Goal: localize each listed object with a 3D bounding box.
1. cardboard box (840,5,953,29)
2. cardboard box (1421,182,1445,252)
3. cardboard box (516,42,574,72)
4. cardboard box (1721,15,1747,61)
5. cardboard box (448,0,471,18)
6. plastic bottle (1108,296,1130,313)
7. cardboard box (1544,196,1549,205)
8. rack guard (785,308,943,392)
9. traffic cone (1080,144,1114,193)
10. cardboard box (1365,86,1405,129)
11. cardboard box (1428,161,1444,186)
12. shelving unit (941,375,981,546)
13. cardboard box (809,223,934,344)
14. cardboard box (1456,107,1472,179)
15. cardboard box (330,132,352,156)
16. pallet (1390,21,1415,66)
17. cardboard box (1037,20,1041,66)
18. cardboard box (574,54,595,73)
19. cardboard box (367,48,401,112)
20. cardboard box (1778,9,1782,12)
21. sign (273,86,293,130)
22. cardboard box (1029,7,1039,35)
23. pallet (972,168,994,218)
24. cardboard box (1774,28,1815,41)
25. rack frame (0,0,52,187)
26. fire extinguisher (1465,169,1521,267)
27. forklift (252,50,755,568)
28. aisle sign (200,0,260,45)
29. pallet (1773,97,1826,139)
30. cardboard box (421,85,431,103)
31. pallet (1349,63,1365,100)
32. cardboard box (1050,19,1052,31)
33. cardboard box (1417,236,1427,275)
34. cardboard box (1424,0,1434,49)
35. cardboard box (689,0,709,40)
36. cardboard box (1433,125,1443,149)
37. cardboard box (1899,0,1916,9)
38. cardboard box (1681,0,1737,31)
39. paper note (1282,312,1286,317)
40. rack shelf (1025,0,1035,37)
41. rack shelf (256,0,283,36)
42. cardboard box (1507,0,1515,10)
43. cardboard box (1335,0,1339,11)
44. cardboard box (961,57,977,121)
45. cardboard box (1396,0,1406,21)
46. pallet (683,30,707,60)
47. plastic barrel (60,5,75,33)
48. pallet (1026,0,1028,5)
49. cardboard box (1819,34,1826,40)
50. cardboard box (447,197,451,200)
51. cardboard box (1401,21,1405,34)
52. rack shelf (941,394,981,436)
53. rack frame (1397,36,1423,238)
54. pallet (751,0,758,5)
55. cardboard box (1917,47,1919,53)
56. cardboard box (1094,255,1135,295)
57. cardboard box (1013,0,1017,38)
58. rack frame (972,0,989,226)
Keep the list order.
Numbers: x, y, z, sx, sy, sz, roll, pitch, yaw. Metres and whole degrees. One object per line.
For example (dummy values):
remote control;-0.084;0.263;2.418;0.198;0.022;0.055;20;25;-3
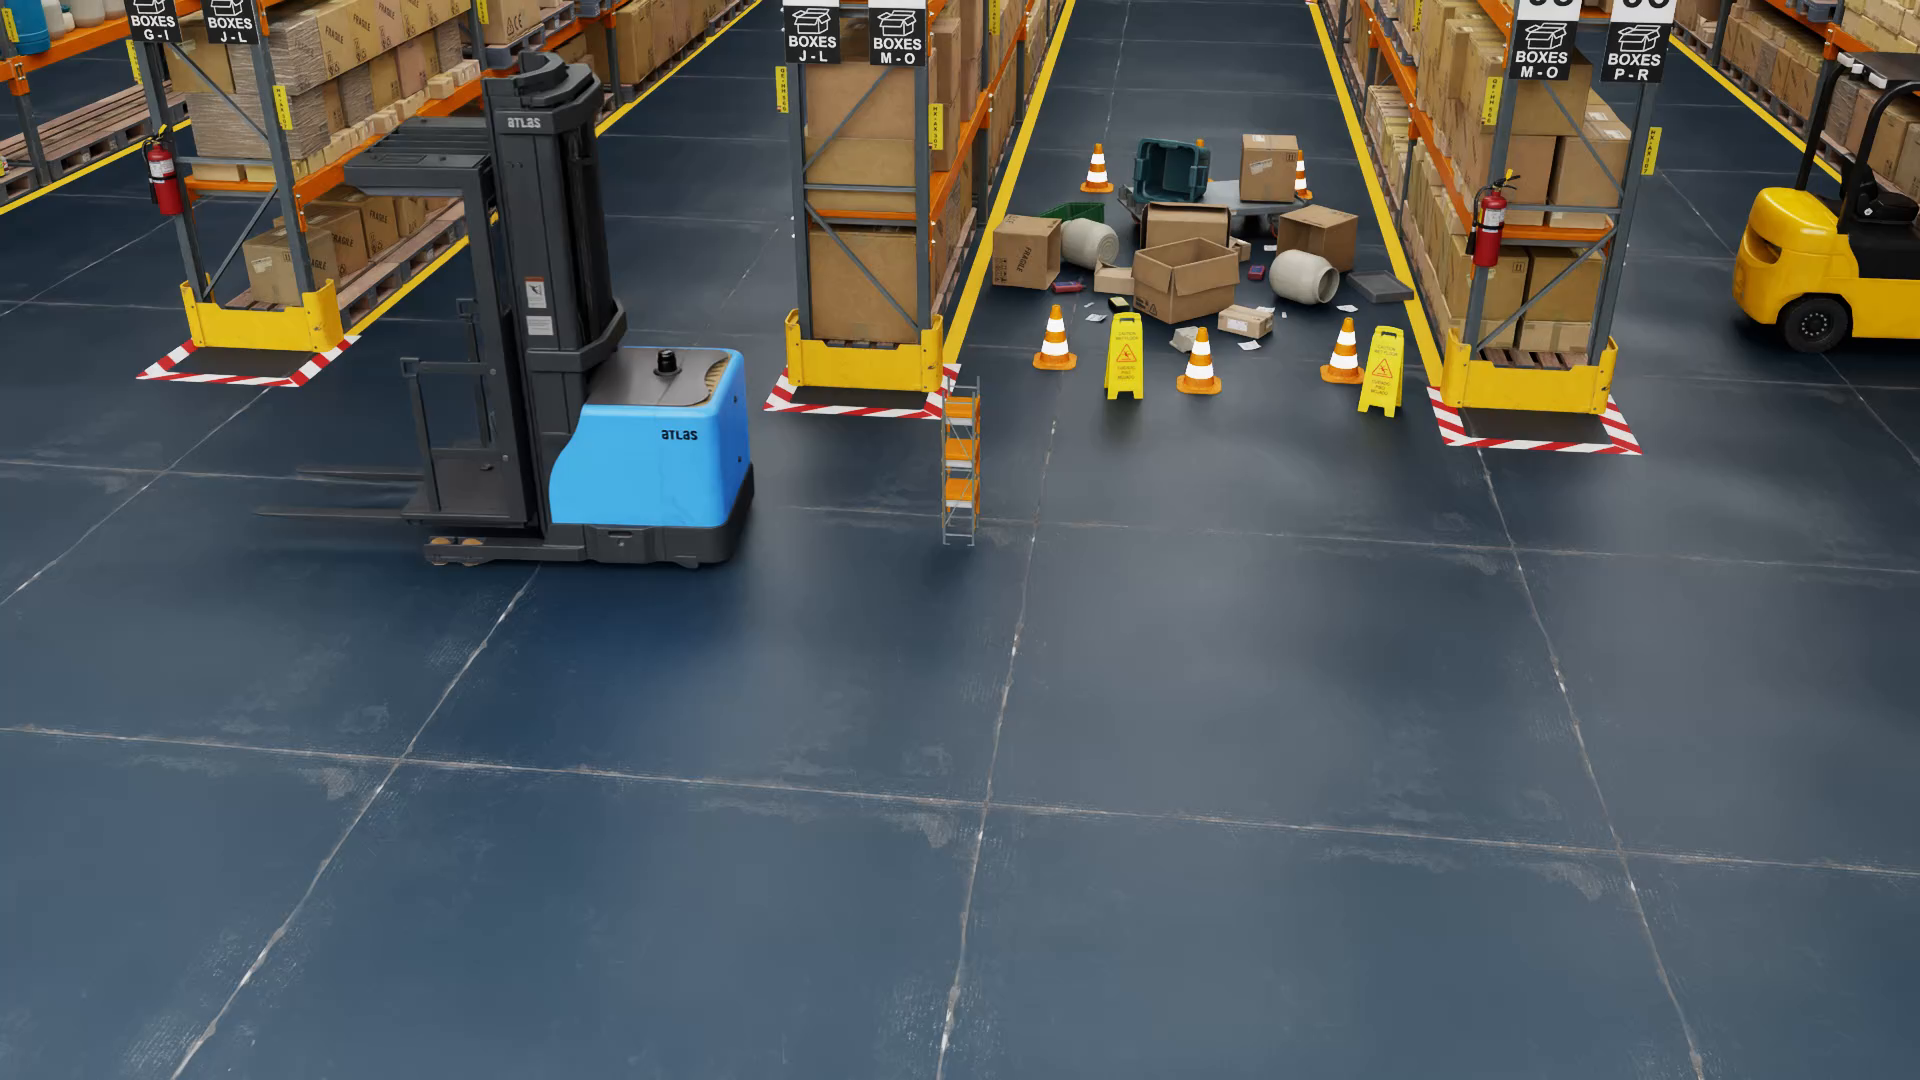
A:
cardboard box;-0.524;-4.055;13.609;0.875;0.550;0.500;3;28;6
cardboard box;4.233;-2.753;14.155;0.500;0.500;0.500;5;29;9
cardboard box;-4.760;-5.522;19.009;0.500;0.250;0.500;7;29;12
cardboard box;10.317;-6.556;21.741;0.500;0.500;0.500;5;29;8
cardboard box;-4.925;-5.170;15.503;0.500;0.500;0.500;3;28;6
plastic bottle;1.349;-2.026;14.237;0.133;0.061;0.283;-6;29;-11
cardboard box;4.466;-2.481;12.249;0.380;0.149;0.250;4;29;7
rack guard;-0.726;-1.452;12.711;1.175;0.500;0.348;3;28;6
traffic cone;1.430;-3.874;17.244;0.336;0.463;0.334;3;28;6
cardboard box;5.103;-4.852;18.714;0.950;0.372;0.625;1;28;3
cardboard box;4.186;-3.111;14.135;0.380;0.149;0.250;5;29;9
shelving unit;0.007;-0.487;10.340;0.215;1.050;0.252;3;28;6
cardboard box;-0.705;-2.137;13.143;0.875;0.875;0.875;4;29;6
cardboard box;4.061;-3.006;12.540;0.500;0.500;0.500;3;29;6
cardboard box;-5.256;-3.262;13.699;0.380;0.149;0.250;3;28;6
pallet;4.980;-5.071;16.994;1.003;0.211;1.213;3;28;6
cardboard box;0.776;-6.451;21.547;0.500;0.500;0.500;3;28;5
cardboard box;-4.715;-5.442;19.653;0.700;0.500;0.500;2;28;4
cardboard box;-5.419;-4.042;14.463;0.875;0.500;0.500;3;28;6
cardboard box;10.840;-6.866;21.633;0.380;0.149;0.250;2;28;4
sign;-5.095;-3.250;12.498;0.100;0.325;0.005;3;28;6
cardboard box;0.717;-6.526;20.895;0.500;0.250;0.500;4;29;7
pallet;-0.213;-3.587;16.977;1.003;0.211;1.213;3;28;6
cardboard box;10.189;-6.155;20.314;0.380;0.149;0.250;3;29;6
rack frame;-10.059;-5.071;16.791;1.000;3.000;0.127;3;28;6
fire extinguisher;3.731;-2.263;11.661;0.296;0.674;0.183;3;28;6
forklift;-2.891;-1.377;10.007;3.031;2.935;1.130;2;28;3
aisle sign;-5.343;-3.998;12.059;0.394;0.787;0.004;3;28;6
pallet;10.238;-4.925;19.460;1.003;0.211;1.213;3;28;6
cardboard box;-5.090;-4.088;15.233;0.380;0.149;0.250;3;28;6
pallet;5.506;-5.801;21.088;1.003;0.211;1.213;3;28;6
cardboard box;1.111;-7.295;23.484;0.380;0.149;0.250;2;28;4
cardboard box;4.235;-2.417;14.323;0.500;0.250;0.500;3;28;6
cardboard box;4.339;-4.388;14.052;0.700;0.500;0.500;4;29;6
cardboard box;-4.221;-7.496;23.090;1.225;0.875;0.875;3;29;6
cardboard box;4.169;-3.365;13.890;0.380;0.149;0.250;3;29;6
cardboard box;9.630;-5.391;16.598;0.380;0.149;0.250;4;29;7
cardboard box;10.650;-7.482;23.460;0.700;0.500;0.500;2;28;4
paper note;2.743;-1.906;14.069;0.032;0.001;0.123;3;28;6
rack shelf;0.502;-6.954;21.047;1.077;0.370;4.000;3;28;6
rack shelf;-5.388;-4.845;13.969;1.077;0.370;4.000;3;28;6
cardboard box;3.968;-3.718;11.383;0.380;0.149;0.250;3;29;6
cardboard box;6.077;-8.165;24.793;0.875;0.438;0.875;4;29;8
cardboard box;-0.311;-4.078;14.792;0.875;0.550;0.550;3;28;6
cardboard box;4.713;-5.520;16.764;0.500;0.500;0.500;2;28;4
pallet;-4.183;-6.953;23.226;1.003;0.211;1.213;3;28;6
plastic barrel;-9.744;-5.624;17.964;0.301;0.262;0.301;0;28;0
pallet;0.239;-6.587;19.808;1.213;0.211;1.003;3;28;6
cardboard box;10.588;-6.012;20.048;0.380;0.149;0.250;4;29;6
cardboard box;-5.232;-3.681;16.405;0.500;0.500;0.500;3;28;5
cardboard box;4.712;-5.264;16.972;0.380;0.149;0.250;4;29;8
rack shelf;0.007;-0.728;10.210;0.215;0.259;0.240;3;28;6
rack frame;4.692;-4.207;15.188;1.000;3.000;0.127;3;28;6
pallet;-3.693;-8.823;26.696;1.003;0.211;1.213;3;28;6
cardboard box;9.568;-4.575;16.030;0.500;0.250;0.500;4;29;7
cardboard box;1.384;-2.327;14.582;0.396;0.266;0.258;8;29;15
cardboard box;0.345;-5.676;17.810;0.500;0.500;0.500;3;28;5
rack frame;-0.233;-4.447;15.634;1.000;3.000;0.127;3;28;6
